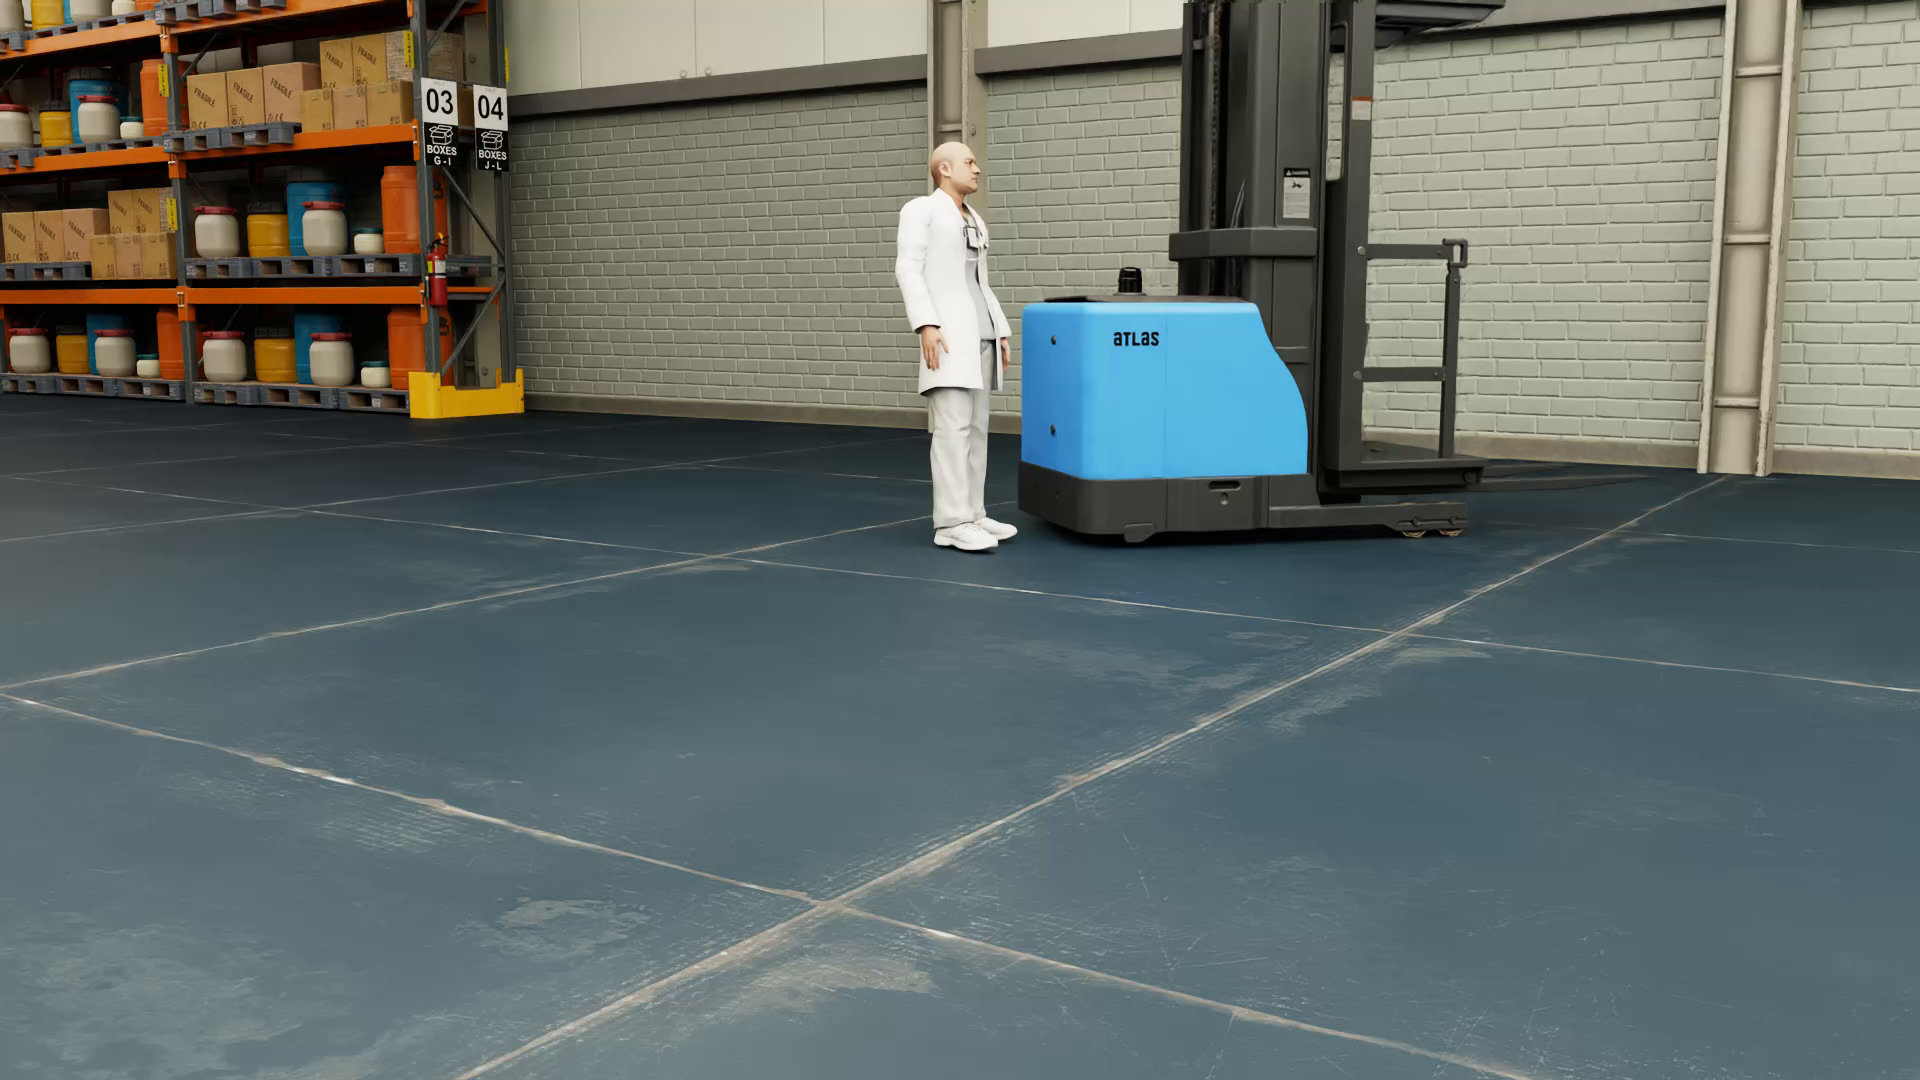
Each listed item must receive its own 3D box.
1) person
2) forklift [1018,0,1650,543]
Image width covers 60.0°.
[{"bbox_3d":[0.072,-0.880,7.423,0.581,1.776,0.696,5,10,34],"label":"person"},{"bbox_3d":[1.861,-1.528,7.941,3.031,2.935,1.130,-2,8,-16],"label":"forklift"}]
